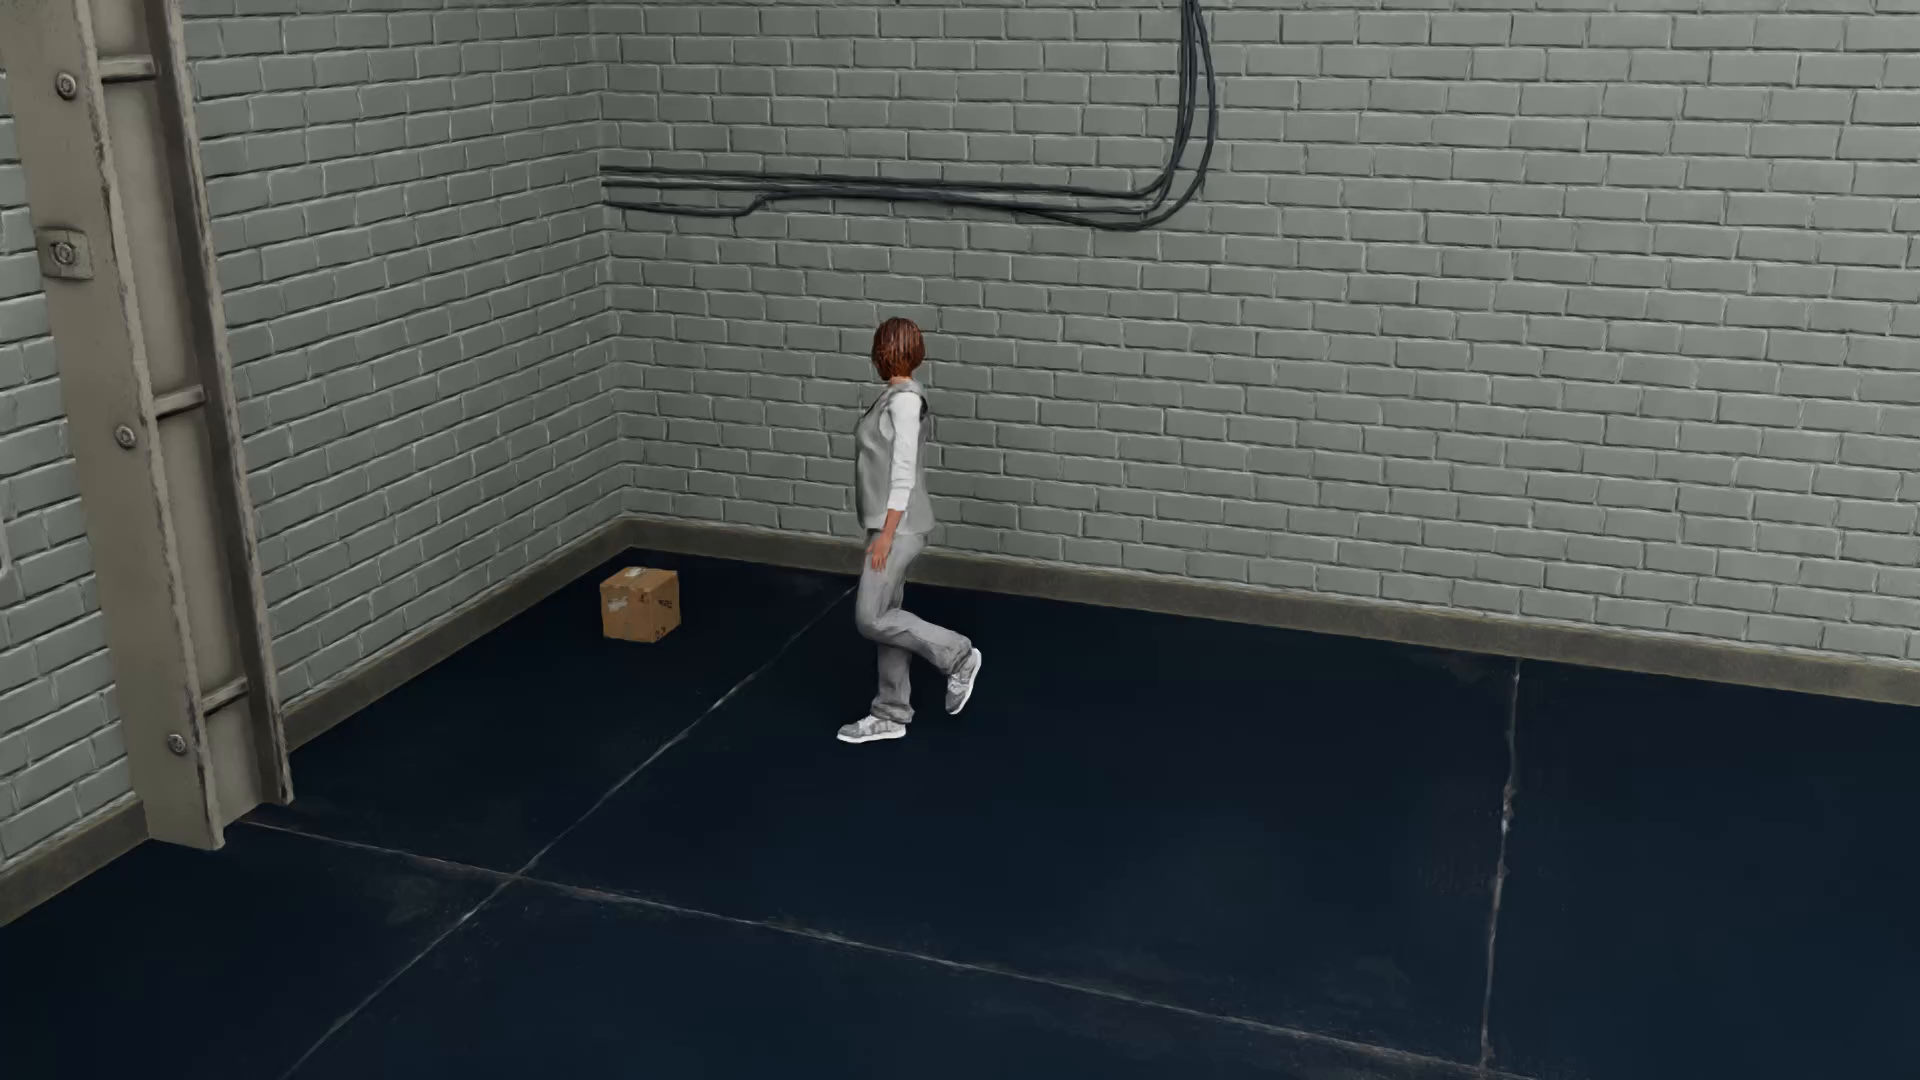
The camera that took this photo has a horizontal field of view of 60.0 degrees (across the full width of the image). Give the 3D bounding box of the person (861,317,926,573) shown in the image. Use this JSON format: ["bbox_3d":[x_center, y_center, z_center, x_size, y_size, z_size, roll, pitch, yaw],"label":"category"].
[{"bbox_3d":[-0.243,-0.324,6.118,0.273,0.932,0.466,-4,19,-10],"label":"person"}]
